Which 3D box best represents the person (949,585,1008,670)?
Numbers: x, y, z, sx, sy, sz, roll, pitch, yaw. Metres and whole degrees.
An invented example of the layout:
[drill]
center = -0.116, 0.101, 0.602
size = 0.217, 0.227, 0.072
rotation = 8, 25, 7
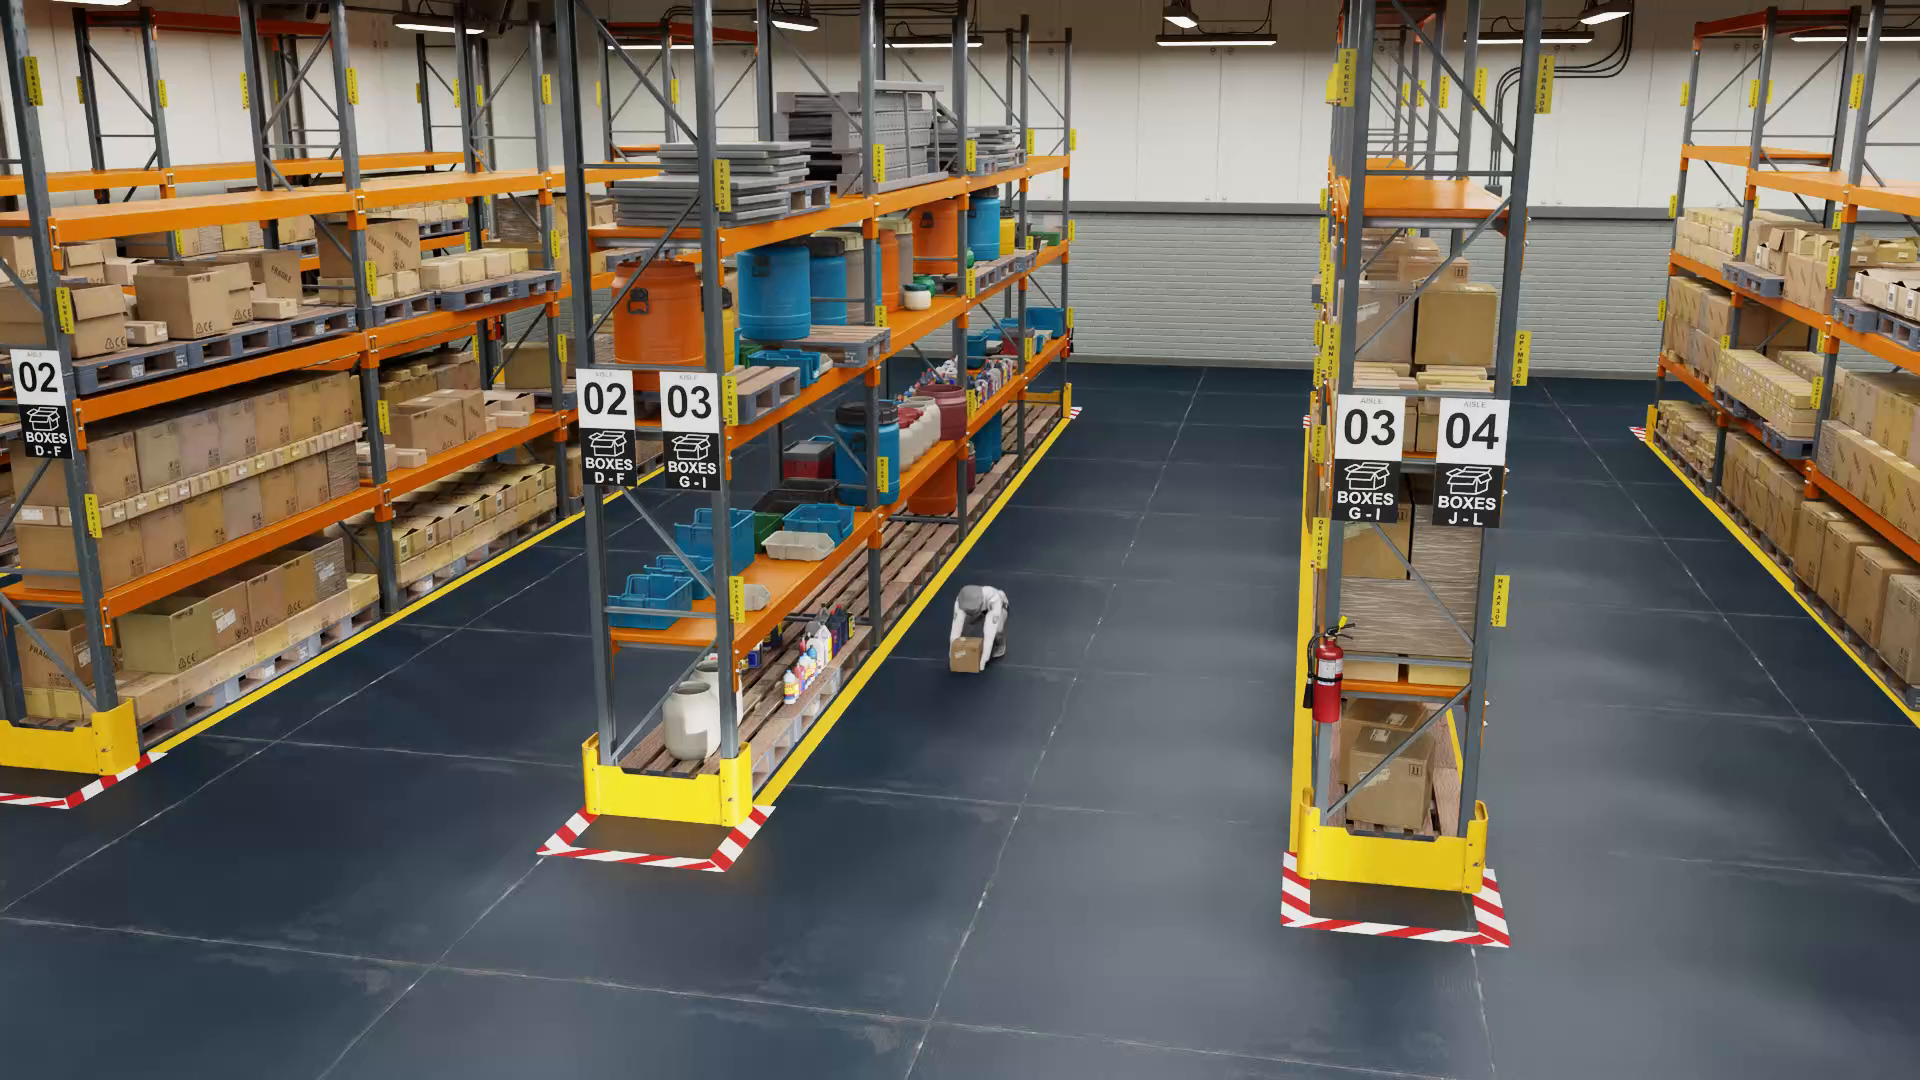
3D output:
[person]
center = 0.185, 0.736, 15.100
size = 0.464, 0.841, 0.892
rotation = 5, 16, 19
